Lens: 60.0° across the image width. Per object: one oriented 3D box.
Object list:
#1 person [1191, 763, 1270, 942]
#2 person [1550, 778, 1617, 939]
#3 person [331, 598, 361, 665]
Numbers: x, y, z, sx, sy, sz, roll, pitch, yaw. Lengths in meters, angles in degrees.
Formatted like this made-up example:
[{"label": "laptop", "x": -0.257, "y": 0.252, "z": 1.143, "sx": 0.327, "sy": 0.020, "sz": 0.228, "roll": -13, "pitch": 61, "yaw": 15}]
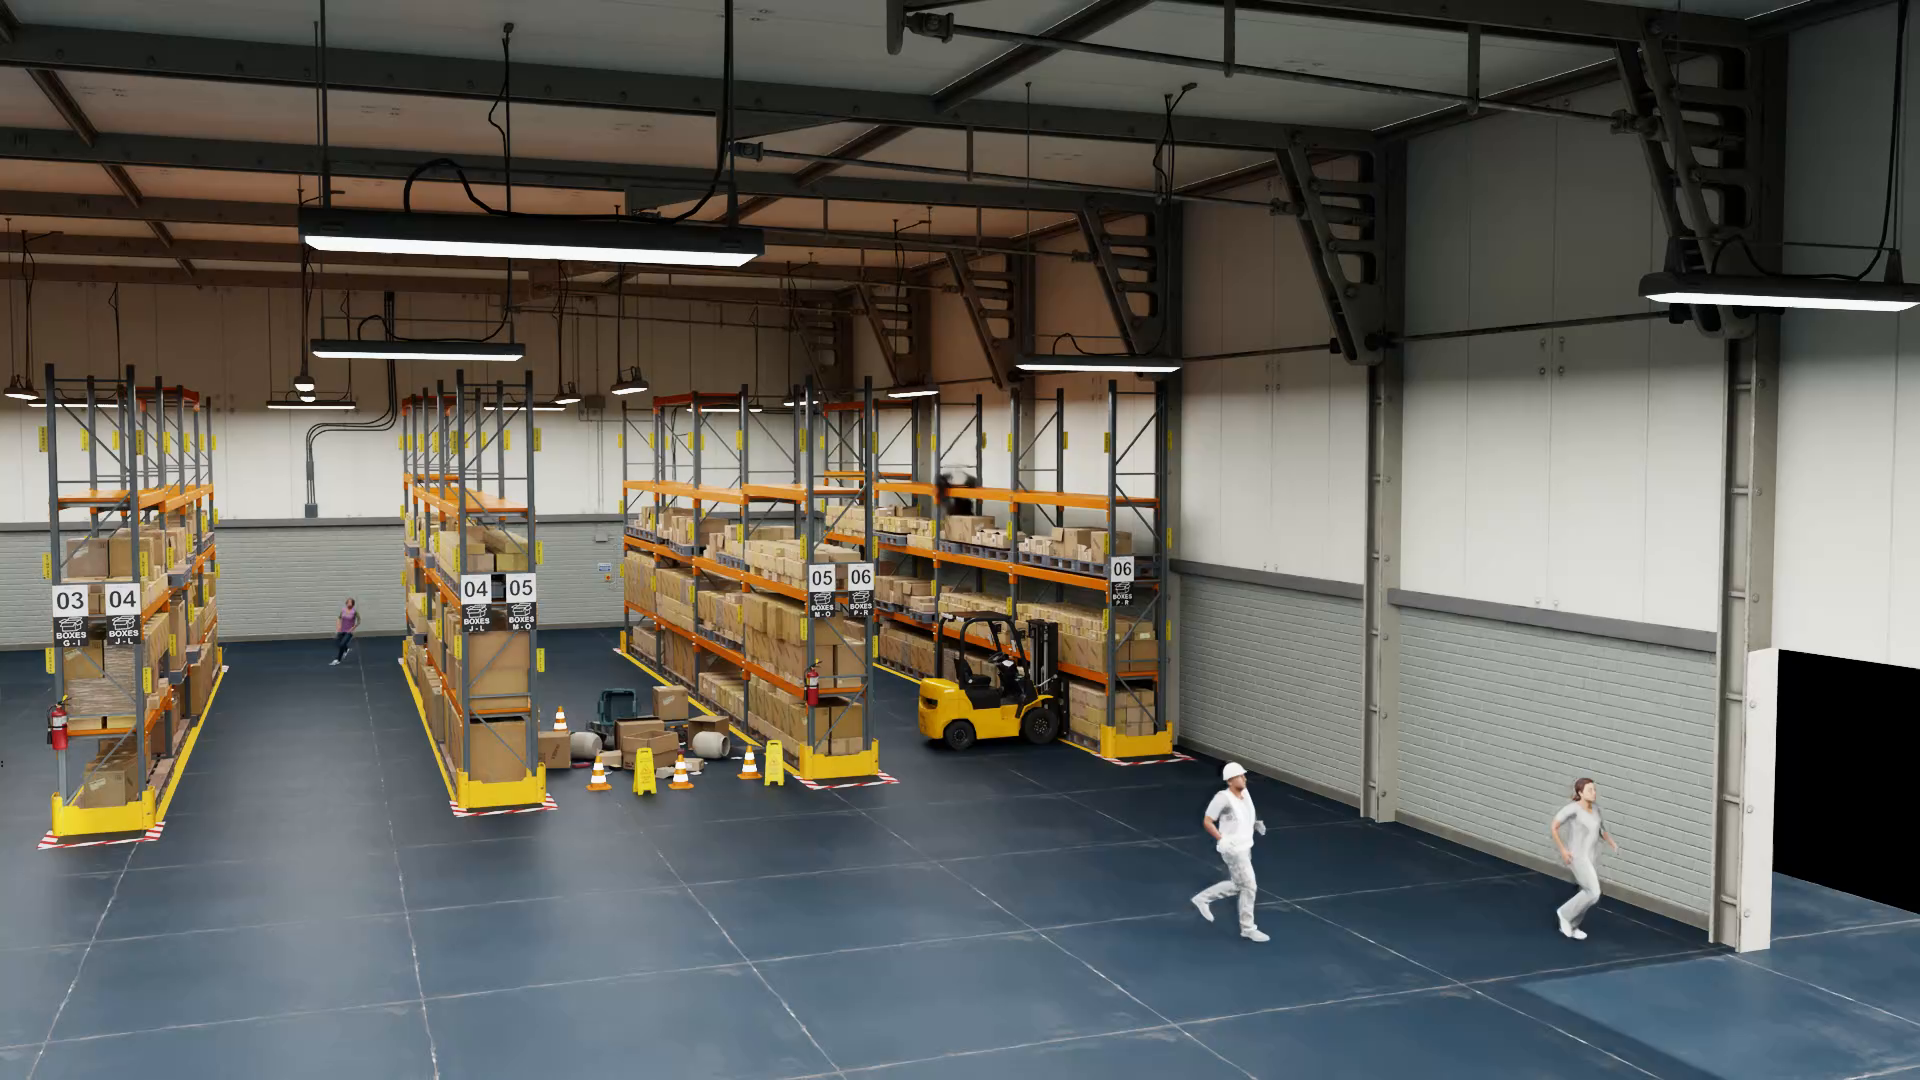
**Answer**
[{"label": "person", "x": 2.757, "y": 3.136, "z": 16.884, "sx": 0.843, "sy": 1.780, "sz": 0.672, "roll": 2, "pitch": 4, "yaw": 30}, {"label": "person", "x": 6.288, "y": 3.202, "z": 16.689, "sx": 0.573, "sy": 1.636, "sz": 0.568, "roll": -2, "pitch": 4, "yaw": -31}, {"label": "person", "x": -13.830, "y": 2.051, "z": 37.624, "sx": 0.612, "sy": 1.509, "sz": 0.614, "roll": 0, "pitch": 3, "yaw": 4}]
